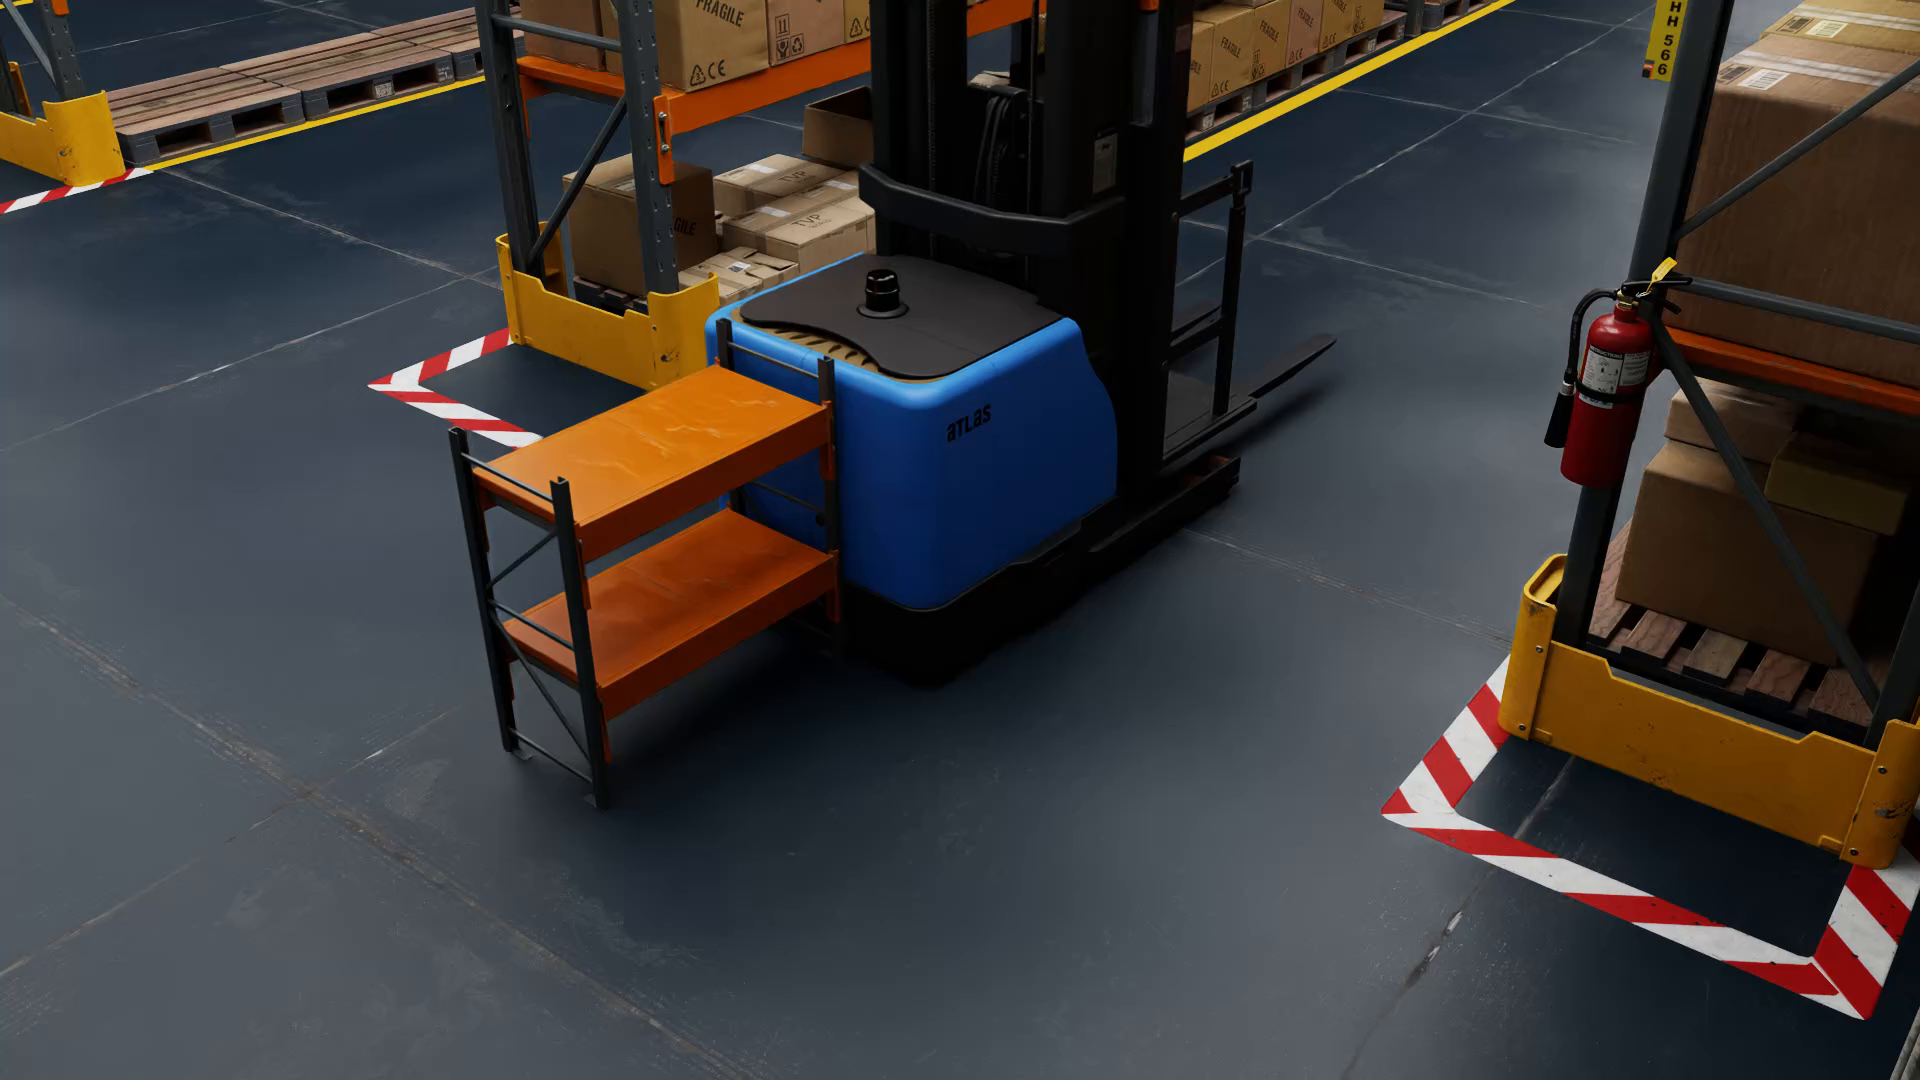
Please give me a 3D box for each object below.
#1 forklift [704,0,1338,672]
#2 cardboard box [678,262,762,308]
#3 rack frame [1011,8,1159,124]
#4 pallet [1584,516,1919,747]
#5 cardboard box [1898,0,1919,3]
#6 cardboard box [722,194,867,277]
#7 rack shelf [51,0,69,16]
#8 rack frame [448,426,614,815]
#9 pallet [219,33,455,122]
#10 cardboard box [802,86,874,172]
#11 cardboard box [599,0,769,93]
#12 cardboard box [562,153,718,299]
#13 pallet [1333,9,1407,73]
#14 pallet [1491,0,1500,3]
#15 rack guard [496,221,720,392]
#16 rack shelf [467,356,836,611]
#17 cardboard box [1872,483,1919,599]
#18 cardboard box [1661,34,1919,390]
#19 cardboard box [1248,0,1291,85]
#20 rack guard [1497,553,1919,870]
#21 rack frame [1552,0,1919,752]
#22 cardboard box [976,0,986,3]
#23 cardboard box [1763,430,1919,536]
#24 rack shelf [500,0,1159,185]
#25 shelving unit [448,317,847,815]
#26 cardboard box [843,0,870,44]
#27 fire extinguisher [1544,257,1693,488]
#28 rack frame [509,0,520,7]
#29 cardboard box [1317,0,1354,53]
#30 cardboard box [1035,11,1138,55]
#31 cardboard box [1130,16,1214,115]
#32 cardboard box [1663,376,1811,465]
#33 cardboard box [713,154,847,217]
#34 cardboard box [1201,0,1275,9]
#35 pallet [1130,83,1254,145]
[{"bbox_3d":[0.465,-1.503,6.016,1.130,2.935,3.031,23,38,34],"label":"forklift"},{"bbox_3d":[-1.135,-1.142,7.704,0.380,0.149,0.250,21,37,31],"label":"cardboard box"},{"bbox_3d":[0.753,-3.741,9.724,1.000,3.000,0.127,21,37,31],"label":"rack frame"},{"bbox_3d":[2.711,0.259,5.711,1.003,0.211,1.213,21,37,31],"label":"pallet"},{"bbox_3d":[3.488,-1.537,5.712,0.980,0.700,0.700,19,36,29],"label":"cardboard box"},{"bbox_3d":[-0.805,-1.458,8.138,0.500,0.250,0.500,21,37,31],"label":"cardboard box"},{"bbox_3d":[-4.401,-4.144,11.111,1.077,0.370,4.000,21,37,31],"label":"rack shelf"},{"bbox_3d":[-1.240,0.250,4.830,0.500,1.125,0.032,23,38,34],"label":"rack frame"},{"bbox_3d":[-4.343,-3.258,11.645,1.003,0.211,1.213,21,37,31],"label":"pallet"},{"bbox_3d":[-0.377,-2.091,8.957,0.797,0.503,0.637,21,37,31],"label":"cardboard box"},{"bbox_3d":[-1.183,-2.257,7.123,0.500,0.500,0.500,22,37,32],"label":"cardboard box"},{"bbox_3d":[-1.529,-1.525,8.007,0.500,0.500,0.500,21,37,31],"label":"cardboard box"},{"bbox_3d":[2.687,-3.875,12.686,1.003,0.211,1.213,21,37,31],"label":"pallet"},{"bbox_3d":[4.433,-4.983,14.556,1.003,0.211,1.213,21,37,31],"label":"pallet"},{"bbox_3d":[-1.615,-1.070,7.670,1.175,0.500,0.348,21,37,31],"label":"rack guard"},{"bbox_3d":[-0.912,-0.201,5.016,0.538,0.278,1.000,23,38,34],"label":"rack shelf"},{"bbox_3d":[2.935,-0.216,5.816,0.700,0.500,0.500,21,37,31],"label":"cardboard box"},{"bbox_3d":[2.590,-0.931,4.689,0.980,0.700,0.700,23,38,33],"label":"cardboard box"},{"bbox_3d":[1.860,-3.397,11.165,0.500,0.500,0.500,22,37,32],"label":"cardboard box"},{"bbox_3d":[2.276,0.493,5.032,1.175,0.500,0.348,21,37,31],"label":"rack guard"},{"bbox_3d":[2.290,-0.592,4.411,1.000,3.000,0.127,21,37,31],"label":"rack frame"},{"bbox_3d":[0.038,-3.082,8.515,0.500,0.500,0.500,22,37,32],"label":"cardboard box"},{"bbox_3d":[2.717,-0.179,5.118,0.380,0.149,0.250,21,37,32],"label":"cardboard box"},{"bbox_3d":[-0.454,-2.618,8.536,1.077,0.370,4.000,21,37,31],"label":"rack shelf"},{"bbox_3d":[-0.912,0.051,5.165,0.538,1.125,1.048,23,38,34],"label":"shelving unit"},{"bbox_3d":[-0.571,-2.671,7.822,0.500,0.500,0.500,21,37,31],"label":"cardboard box"},{"bbox_3d":[1.831,-0.479,4.662,0.296,0.674,0.183,21,37,31],"label":"fire extinguisher"},{"bbox_3d":[-3.194,-5.266,12.299,1.000,3.000,0.127,21,37,31],"label":"rack frame"},{"bbox_3d":[2.478,-3.818,11.874,0.500,0.500,0.500,20,36,30],"label":"cardboard box"},{"bbox_3d":[0.823,-3.143,10.736,0.500,0.500,0.500,21,37,31],"label":"cardboard box"},{"bbox_3d":[1.240,-2.976,10.454,0.500,0.500,0.500,19,36,29],"label":"cardboard box"},{"bbox_3d":[2.565,-0.400,5.490,0.380,0.149,0.250,21,36,31],"label":"cardboard box"},{"bbox_3d":[-0.932,-1.795,8.706,0.500,0.250,0.500,21,37,31],"label":"cardboard box"},{"bbox_3d":[1.843,-3.705,10.949,0.500,0.250,0.500,21,37,31],"label":"cardboard box"},{"bbox_3d":[1.214,-2.883,11.013,1.003,0.211,1.213,21,37,31],"label":"pallet"}]
